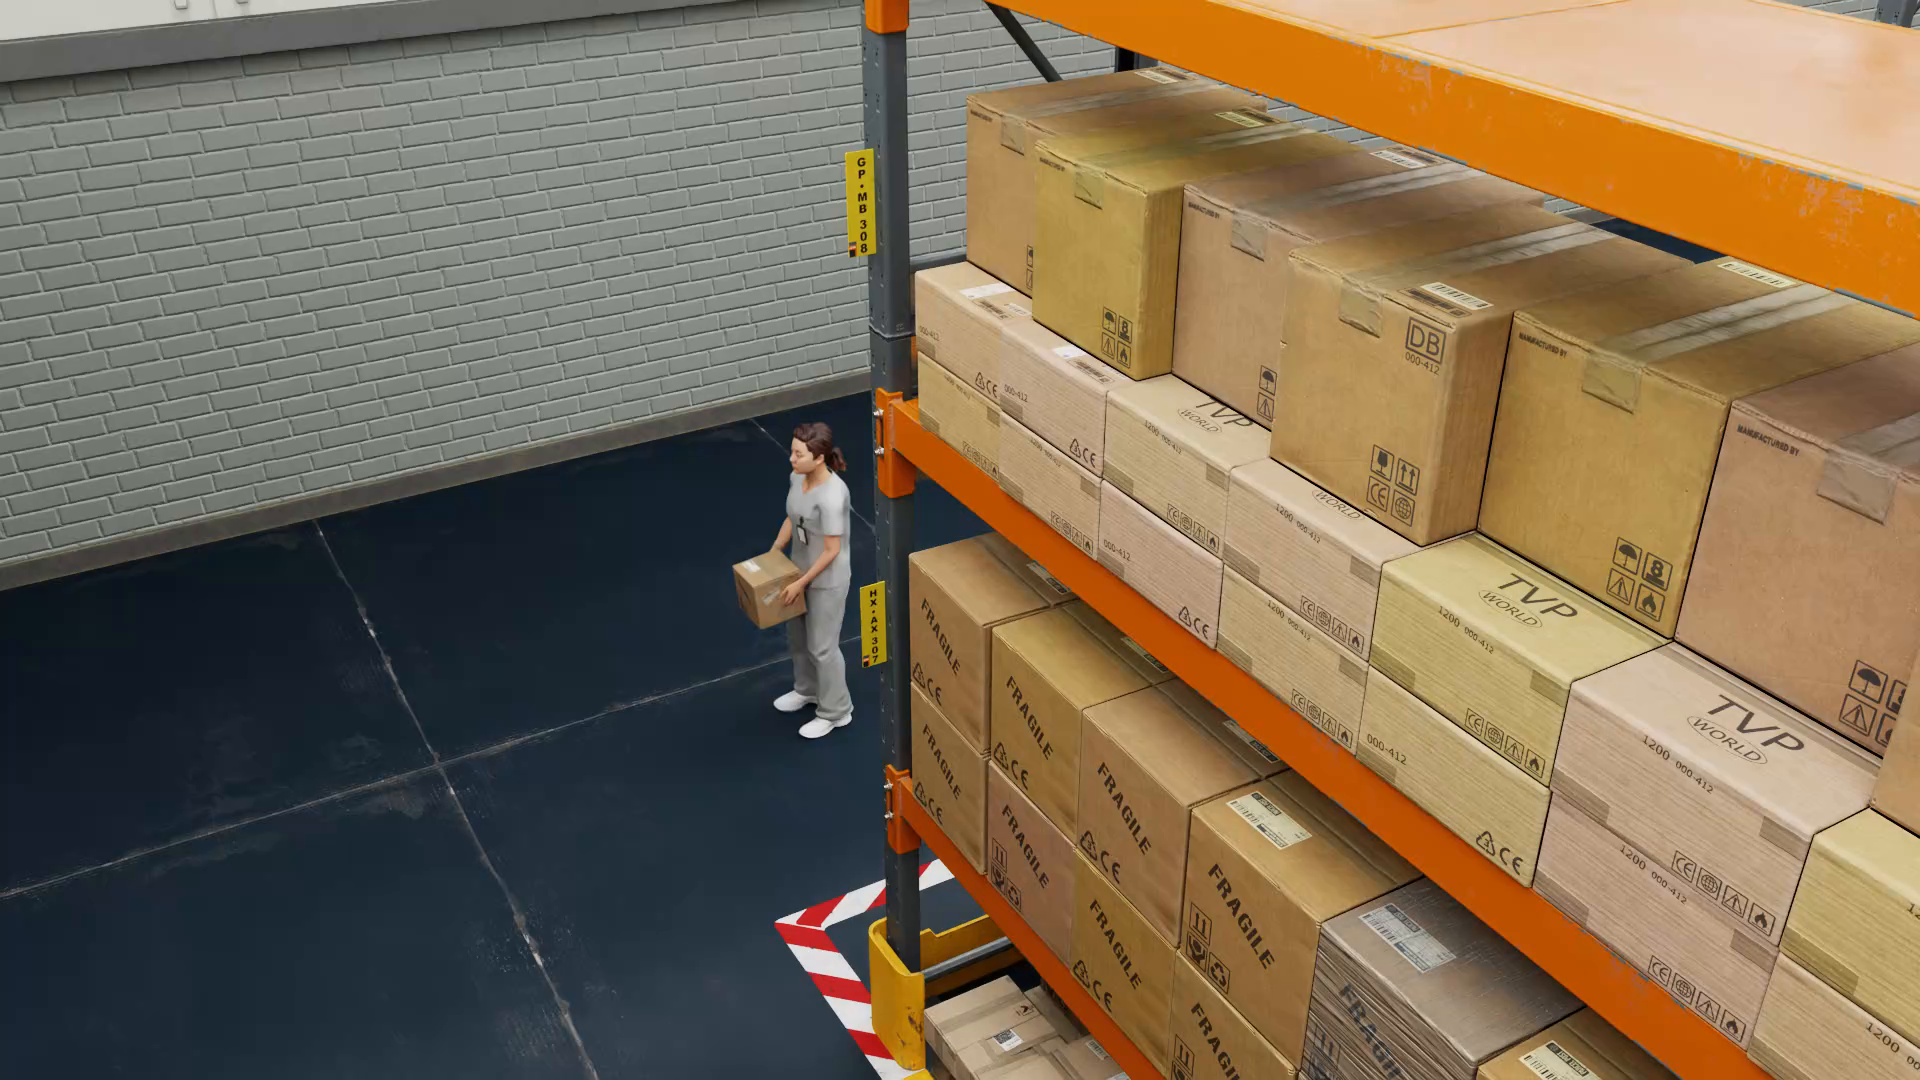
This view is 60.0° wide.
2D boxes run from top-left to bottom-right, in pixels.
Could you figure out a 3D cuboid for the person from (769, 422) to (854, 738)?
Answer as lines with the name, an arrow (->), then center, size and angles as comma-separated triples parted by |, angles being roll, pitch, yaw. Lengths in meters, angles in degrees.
person -> -0.742, 0.194, 8.208 | 0.445, 1.675, 0.465 | -16, 33, -27
